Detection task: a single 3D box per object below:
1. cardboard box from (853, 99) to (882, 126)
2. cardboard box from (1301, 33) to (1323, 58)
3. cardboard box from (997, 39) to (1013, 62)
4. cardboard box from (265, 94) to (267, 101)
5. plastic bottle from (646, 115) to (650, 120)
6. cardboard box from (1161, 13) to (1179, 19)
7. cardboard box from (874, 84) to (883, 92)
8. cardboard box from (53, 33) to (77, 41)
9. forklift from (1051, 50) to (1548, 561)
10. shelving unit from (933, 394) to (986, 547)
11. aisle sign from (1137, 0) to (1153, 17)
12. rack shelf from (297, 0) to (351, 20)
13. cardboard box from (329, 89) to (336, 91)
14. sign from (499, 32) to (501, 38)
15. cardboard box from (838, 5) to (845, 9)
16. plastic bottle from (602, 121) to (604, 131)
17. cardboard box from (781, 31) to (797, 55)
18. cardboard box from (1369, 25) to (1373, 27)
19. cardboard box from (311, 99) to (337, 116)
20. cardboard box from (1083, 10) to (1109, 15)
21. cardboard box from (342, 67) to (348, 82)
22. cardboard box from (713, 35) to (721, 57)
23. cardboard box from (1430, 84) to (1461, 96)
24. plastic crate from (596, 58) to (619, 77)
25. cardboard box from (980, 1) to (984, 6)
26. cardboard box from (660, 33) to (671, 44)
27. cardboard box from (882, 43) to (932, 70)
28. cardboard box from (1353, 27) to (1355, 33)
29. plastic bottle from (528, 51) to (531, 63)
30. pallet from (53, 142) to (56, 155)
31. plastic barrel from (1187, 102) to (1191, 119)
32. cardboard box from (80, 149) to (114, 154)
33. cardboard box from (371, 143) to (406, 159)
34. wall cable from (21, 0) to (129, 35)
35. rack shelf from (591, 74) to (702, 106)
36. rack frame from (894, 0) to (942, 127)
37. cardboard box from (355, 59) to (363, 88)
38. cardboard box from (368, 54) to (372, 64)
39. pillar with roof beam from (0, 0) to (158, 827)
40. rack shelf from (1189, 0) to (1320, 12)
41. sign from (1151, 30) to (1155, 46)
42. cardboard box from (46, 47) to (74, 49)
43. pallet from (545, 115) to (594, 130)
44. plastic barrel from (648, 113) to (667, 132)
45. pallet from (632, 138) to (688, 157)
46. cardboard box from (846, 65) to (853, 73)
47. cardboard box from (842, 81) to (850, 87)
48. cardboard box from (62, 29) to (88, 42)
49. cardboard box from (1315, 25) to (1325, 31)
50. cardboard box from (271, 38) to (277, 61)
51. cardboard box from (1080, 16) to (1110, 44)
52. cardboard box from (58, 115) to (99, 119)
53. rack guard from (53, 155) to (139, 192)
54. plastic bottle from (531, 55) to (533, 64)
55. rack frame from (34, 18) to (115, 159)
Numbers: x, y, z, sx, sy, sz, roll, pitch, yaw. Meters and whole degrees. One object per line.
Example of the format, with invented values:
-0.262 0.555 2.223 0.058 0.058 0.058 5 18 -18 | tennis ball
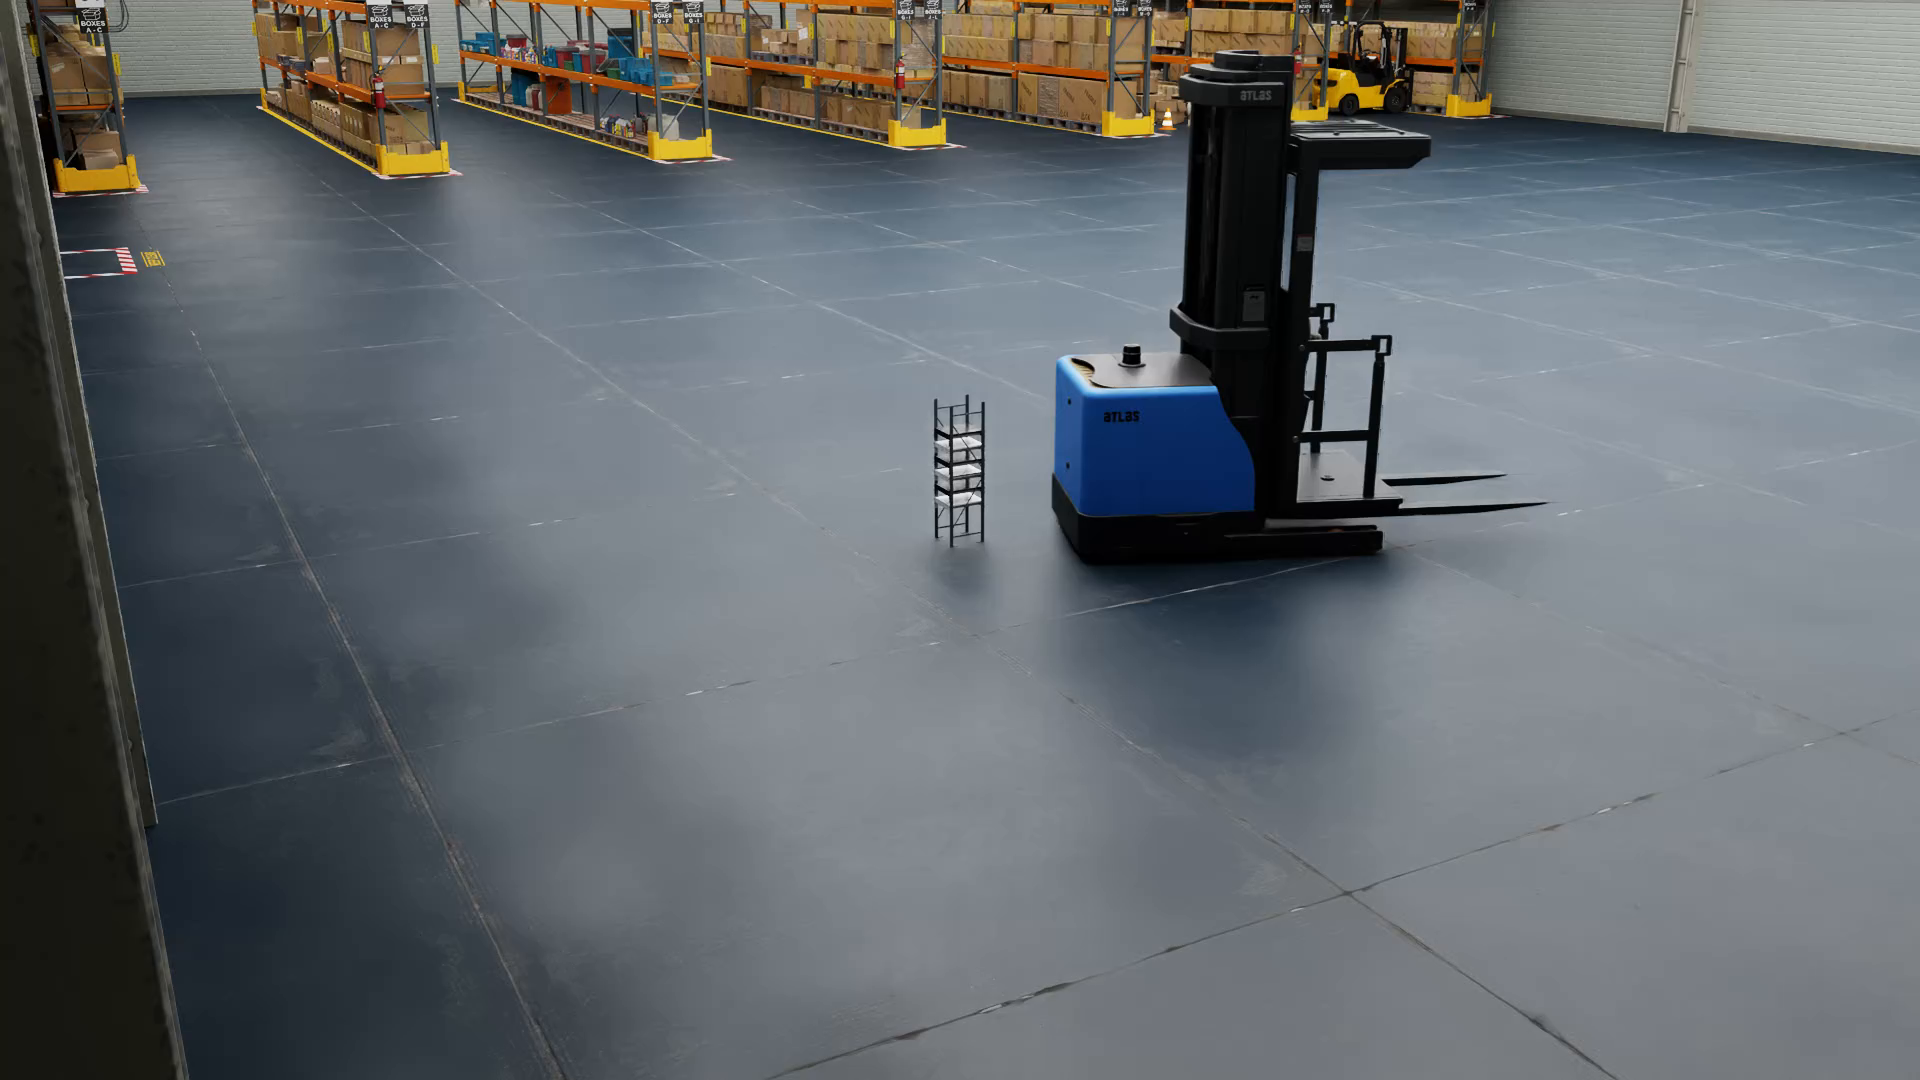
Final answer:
-1.928 -9.097 35.398 0.500 0.500 0.500 -12 22 -31 | cardboard box
7.915 -11.284 37.938 0.500 0.500 0.500 -10 22 -27 | cardboard box
1.205 -11.425 38.804 0.500 0.500 0.500 -10 21 -27 | cardboard box
-17.247 -11.129 41.794 0.380 0.149 0.250 -10 21 -27 | cardboard box
-6.280 -8.431 33.666 0.144 0.351 0.185 -10 21 -27 | plastic bottle
5.239 -13.052 41.423 0.380 0.149 0.250 -11 22 -28 | cardboard box
-1.994 -12.330 44.767 0.500 0.500 0.500 -9 21 -25 | cardboard box
-17.512 -9.844 32.554 0.380 0.149 0.250 -13 23 -34 | cardboard box
2.153 -1.456 10.171 3.031 2.935 1.130 -2 19 -7 | forklift
-0.004 -0.428 10.305 0.258 0.900 0.210 -10 21 -27 | shelving unit
3.885 -11.376 34.830 0.394 0.787 0.004 -10 21 -27 | aisle sign
-12.395 -10.649 33.212 1.077 0.370 4.000 -10 21 -27 | rack shelf
-14.530 -10.079 38.215 0.500 0.500 0.500 -10 21 -26 | cardboard box
-12.306 -13.375 44.358 0.100 0.325 0.005 -10 21 -27 | sign
-3.053 -14.617 46.063 0.500 0.500 0.500 -9 21 -25 | cardboard box
-7.270 -8.460 33.979 0.097 0.201 0.097 0 19 0 | plastic bottle
-3.630 -11.261 37.679 0.797 0.503 0.637 -8 20 -21 | cardboard box
10.586 -13.060 42.090 0.380 0.149 0.250 -10 22 -28 | cardboard box
-13.354 -9.113 34.969 0.500 0.311 0.500 -9 21 -25 | cardboard box
3.621 -13.842 44.273 0.500 0.500 0.500 -11 22 -28 | cardboard box
-11.718 -9.061 32.335 0.500 0.250 0.500 -9 21 -23 | cardboard box
-5.799 -12.268 41.246 0.500 0.500 0.500 -10 21 -26 | cardboard box
11.756 -10.913 40.279 0.500 0.250 0.500 -10 22 -27 | cardboard box
-6.948 -9.564 33.658 0.767 0.338 0.504 -10 21 -27 | plastic crate
0.826 -15.817 49.005 0.380 0.149 0.250 -10 21 -26 | cardboard box
-7.693 -13.423 44.522 0.500 0.250 0.500 -10 22 -28 | cardboard box
-1.063 -9.732 33.441 0.875 0.500 0.500 -10 21 -27 | cardboard box
10.283 -13.057 42.538 0.380 0.149 0.250 -10 22 -28 | cardboard box
-9.884 -11.115 38.254 0.097 0.271 0.097 0 19 0 | plastic bottle
-16.757 -7.484 31.812 1.003 0.211 1.213 -10 21 -27 | pallet
5.582 -10.058 38.944 0.512 0.421 0.421 4 19 11 | plastic barrel
-14.424 -6.394 27.823 0.500 0.311 0.500 -8 21 -22 | cardboard box
-10.061 -6.856 29.286 0.500 0.250 0.500 -10 21 -27 | cardboard box
-23.873 -14.721 44.070 3.097 2.526 0.112 -10 21 -27 | wall cable
-6.135 -8.849 32.594 1.077 0.370 4.000 -10 21 -27 | rack shelf
-0.826 -9.382 33.036 1.000 3.000 0.127 -10 21 -27 | rack frame
-10.738 -8.623 30.683 0.700 0.500 0.500 -10 21 -26 | cardboard box
-10.142 -8.431 29.133 0.380 0.149 0.250 -10 22 -27 | cardboard box
0.188 -3.761 7.548 9.100 9.000 0.400 -10 21 -27 | pillar with roof beam
6.946 -12.569 38.777 1.077 0.370 4.000 -10 21 -27 | rack shelf
4.078 -10.652 35.269 0.100 0.325 0.005 -10 21 -27 | sign
-15.764 -8.354 29.108 0.500 0.500 0.500 -11 22 -28 | cardboard box
-8.650 -9.365 37.261 1.003 0.211 1.213 -10 21 -27 | pallet
-5.803 -7.958 32.080 0.421 0.512 0.421 0 19 0 | plastic barrel
-5.643 -7.545 31.988 1.003 0.211 1.213 -10 21 -27 | pallet
-2.164 -9.875 34.849 0.380 0.149 0.250 -10 21 -27 | cardboard box
-3.089 -12.774 46.593 0.380 0.149 0.250 -10 21 -27 | cardboard box
-17.705 -10.107 33.348 0.500 0.250 0.500 -9 21 -25 | cardboard box
9.555 -13.458 43.699 0.380 0.149 0.250 -11 22 -28 | cardboard box
-15.953 -11.592 39.288 0.500 0.500 0.500 -9 21 -25 | cardboard box
3.103 -10.959 35.720 0.875 0.550 0.550 -10 21 -27 | cardboard box
-16.664 -7.757 31.484 0.700 0.500 0.500 -10 21 -26 | cardboard box
-13.940 -5.921 26.837 1.175 0.500 0.348 -10 21 -27 | rack guard
-9.746 -10.998 38.023 0.097 0.201 0.097 0 19 0 | plastic bottle
-15.803 -8.229 29.694 1.000 3.000 0.127 -10 21 -27 | rack frame
